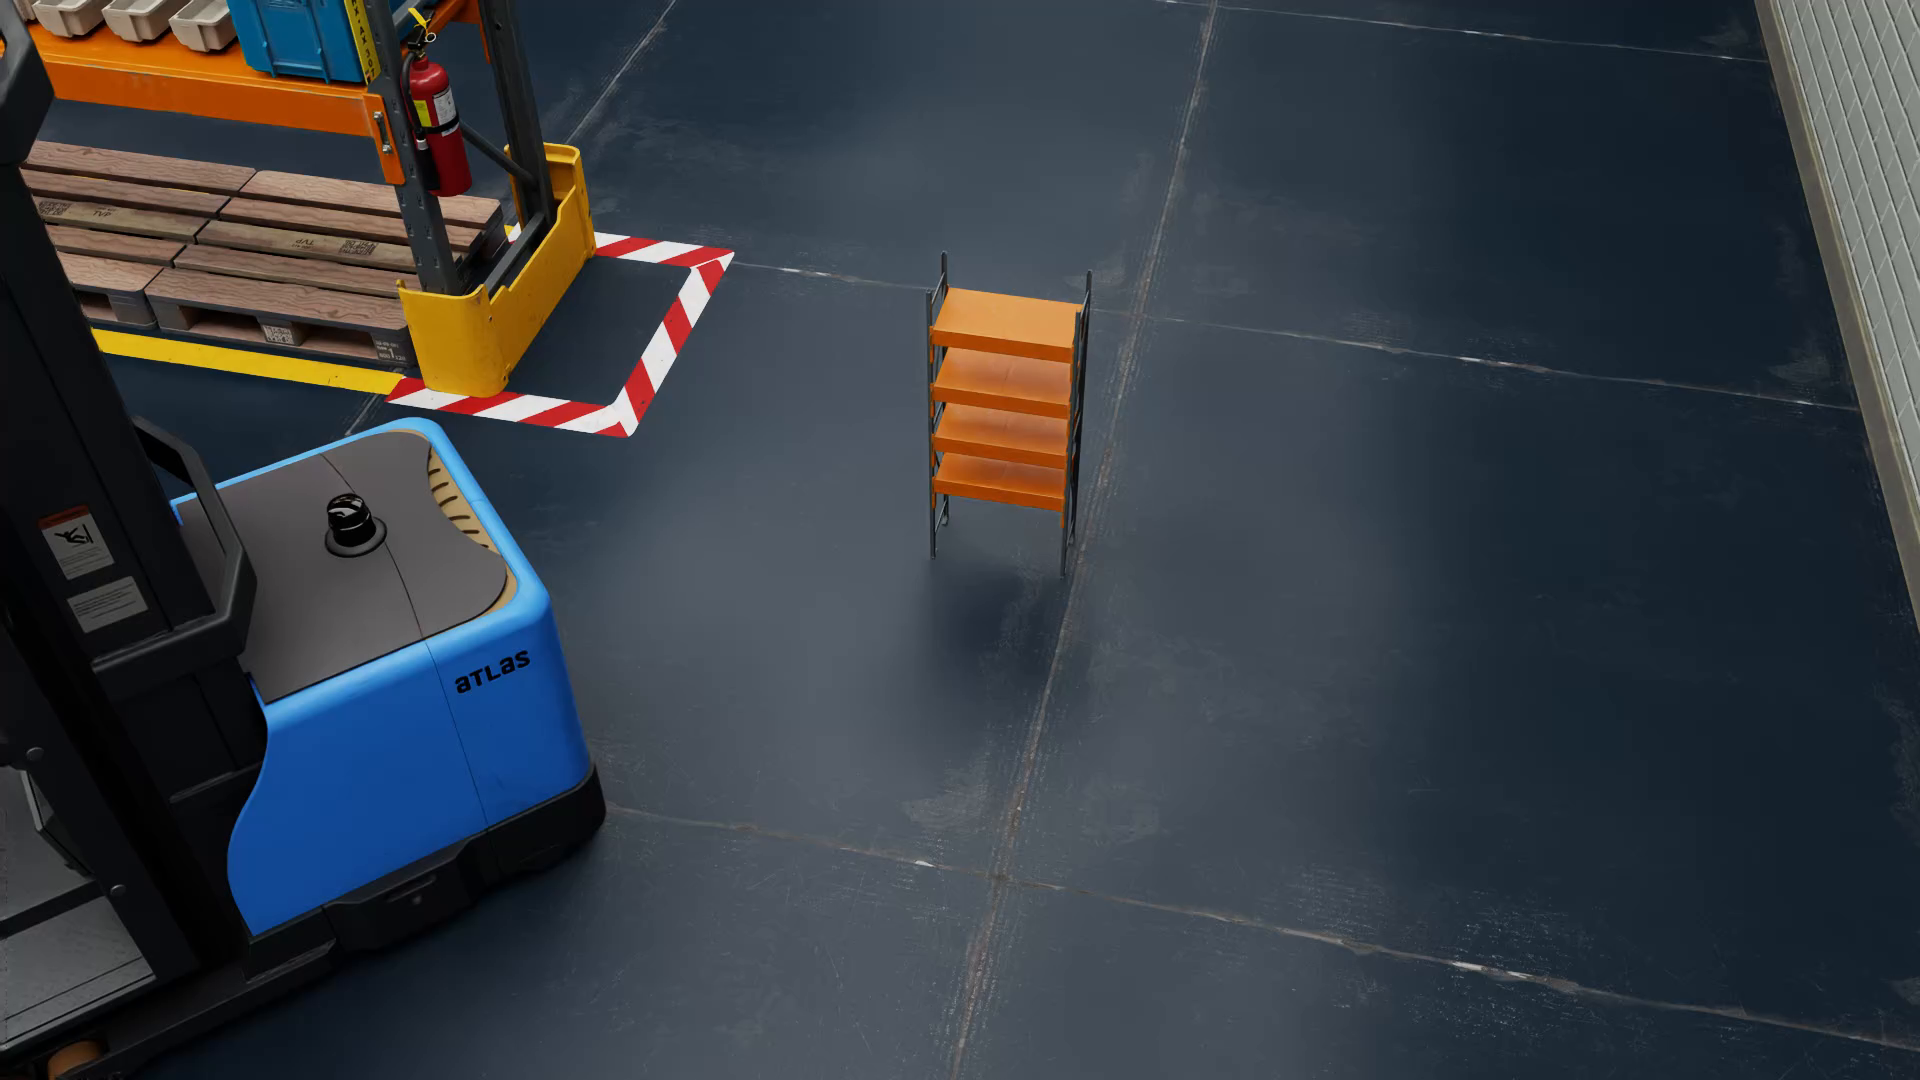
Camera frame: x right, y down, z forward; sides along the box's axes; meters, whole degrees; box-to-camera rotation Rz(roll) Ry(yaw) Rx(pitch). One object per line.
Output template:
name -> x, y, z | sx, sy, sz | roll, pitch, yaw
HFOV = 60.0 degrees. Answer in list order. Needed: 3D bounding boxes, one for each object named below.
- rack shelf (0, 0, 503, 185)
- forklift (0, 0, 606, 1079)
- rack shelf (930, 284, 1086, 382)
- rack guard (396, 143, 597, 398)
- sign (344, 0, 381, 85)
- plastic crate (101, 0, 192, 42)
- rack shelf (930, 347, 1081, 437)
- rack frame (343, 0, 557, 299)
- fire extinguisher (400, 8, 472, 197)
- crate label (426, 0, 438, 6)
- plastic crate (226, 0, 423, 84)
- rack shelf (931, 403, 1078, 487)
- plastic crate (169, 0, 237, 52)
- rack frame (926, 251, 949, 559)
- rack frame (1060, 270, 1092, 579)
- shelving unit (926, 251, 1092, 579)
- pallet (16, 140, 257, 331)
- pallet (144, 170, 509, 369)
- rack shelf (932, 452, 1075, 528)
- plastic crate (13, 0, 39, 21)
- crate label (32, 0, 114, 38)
rack shelf -> -3.928, -2.117, 6.805 | 4.000, 0.370, 1.077 | 9, 45, 9
forklift -> -2.634, 0.149, 3.981 | 3.031, 2.935, 1.130 | -24, 49, -23
rack shelf -> 0.162, -0.690, 5.535 | 0.480, 0.148, 0.258 | 9, 45, 9
rack guard -> -1.950, -1.178, 7.113 | 0.348, 0.500, 1.175 | 9, 45, 9
sign -> -2.081, -1.757, 5.795 | 0.005, 0.325, 0.100 | 9, 45, 9
plastic crate -> -3.092, -2.054, 6.368 | 0.243, 0.136, 0.396 | 9, 45, 9
rack shelf -> 0.162, -0.520, 5.699 | 0.480, 0.148, 0.258 | 9, 45, 9
rack frame -> -1.977, -2.073, 6.241 | 0.127, 3.000, 1.000 | 9, 45, 9
fire extinguisher -> -1.929, -1.581, 6.054 | 0.183, 0.674, 0.296 | 9, 45, 9
crate label -> -2.146, -2.295, 6.549 | 0.303, 0.233, 0.416 | 9, 45, 9
plastic crate -> -2.344, -2.032, 6.129 | 0.499, 0.435, 0.616 | 9, 45, 9
rack shelf -> 0.162, -0.359, 5.855 | 0.480, 0.148, 0.258 | 9, 45, 9
plastic crate -> -2.812, -2.001, 6.313 | 0.243, 0.136, 0.396 | 9, 45, 9
rack frame -> -0.077, -0.444, 5.846 | 0.015, 1.200, 0.240 | 9, 45, 9
rack frame -> 0.400, -0.370, 5.769 | 0.015, 1.200, 0.240 | 9, 45, 9
shelving unit -> 0.162, -0.407, 5.808 | 0.503, 1.200, 0.258 | 9, 45, 9
pallet -> -3.960, -1.406, 7.558 | 1.213, 0.211, 1.003 | 9, 45, 9
pallet -> -2.773, -1.220, 7.365 | 1.213, 0.211, 1.003 | 9, 45, 9
rack shelf -> 0.162, -0.216, 5.992 | 0.480, 0.148, 0.258 | 9, 45, 9
plastic crate -> -3.662, -2.112, 6.429 | 0.250, 0.136, 0.298 | 9, 45, 9
crate label -> -3.369, -2.080, 6.395 | 0.243, 0.136, 0.396 | 9, 45, 9
